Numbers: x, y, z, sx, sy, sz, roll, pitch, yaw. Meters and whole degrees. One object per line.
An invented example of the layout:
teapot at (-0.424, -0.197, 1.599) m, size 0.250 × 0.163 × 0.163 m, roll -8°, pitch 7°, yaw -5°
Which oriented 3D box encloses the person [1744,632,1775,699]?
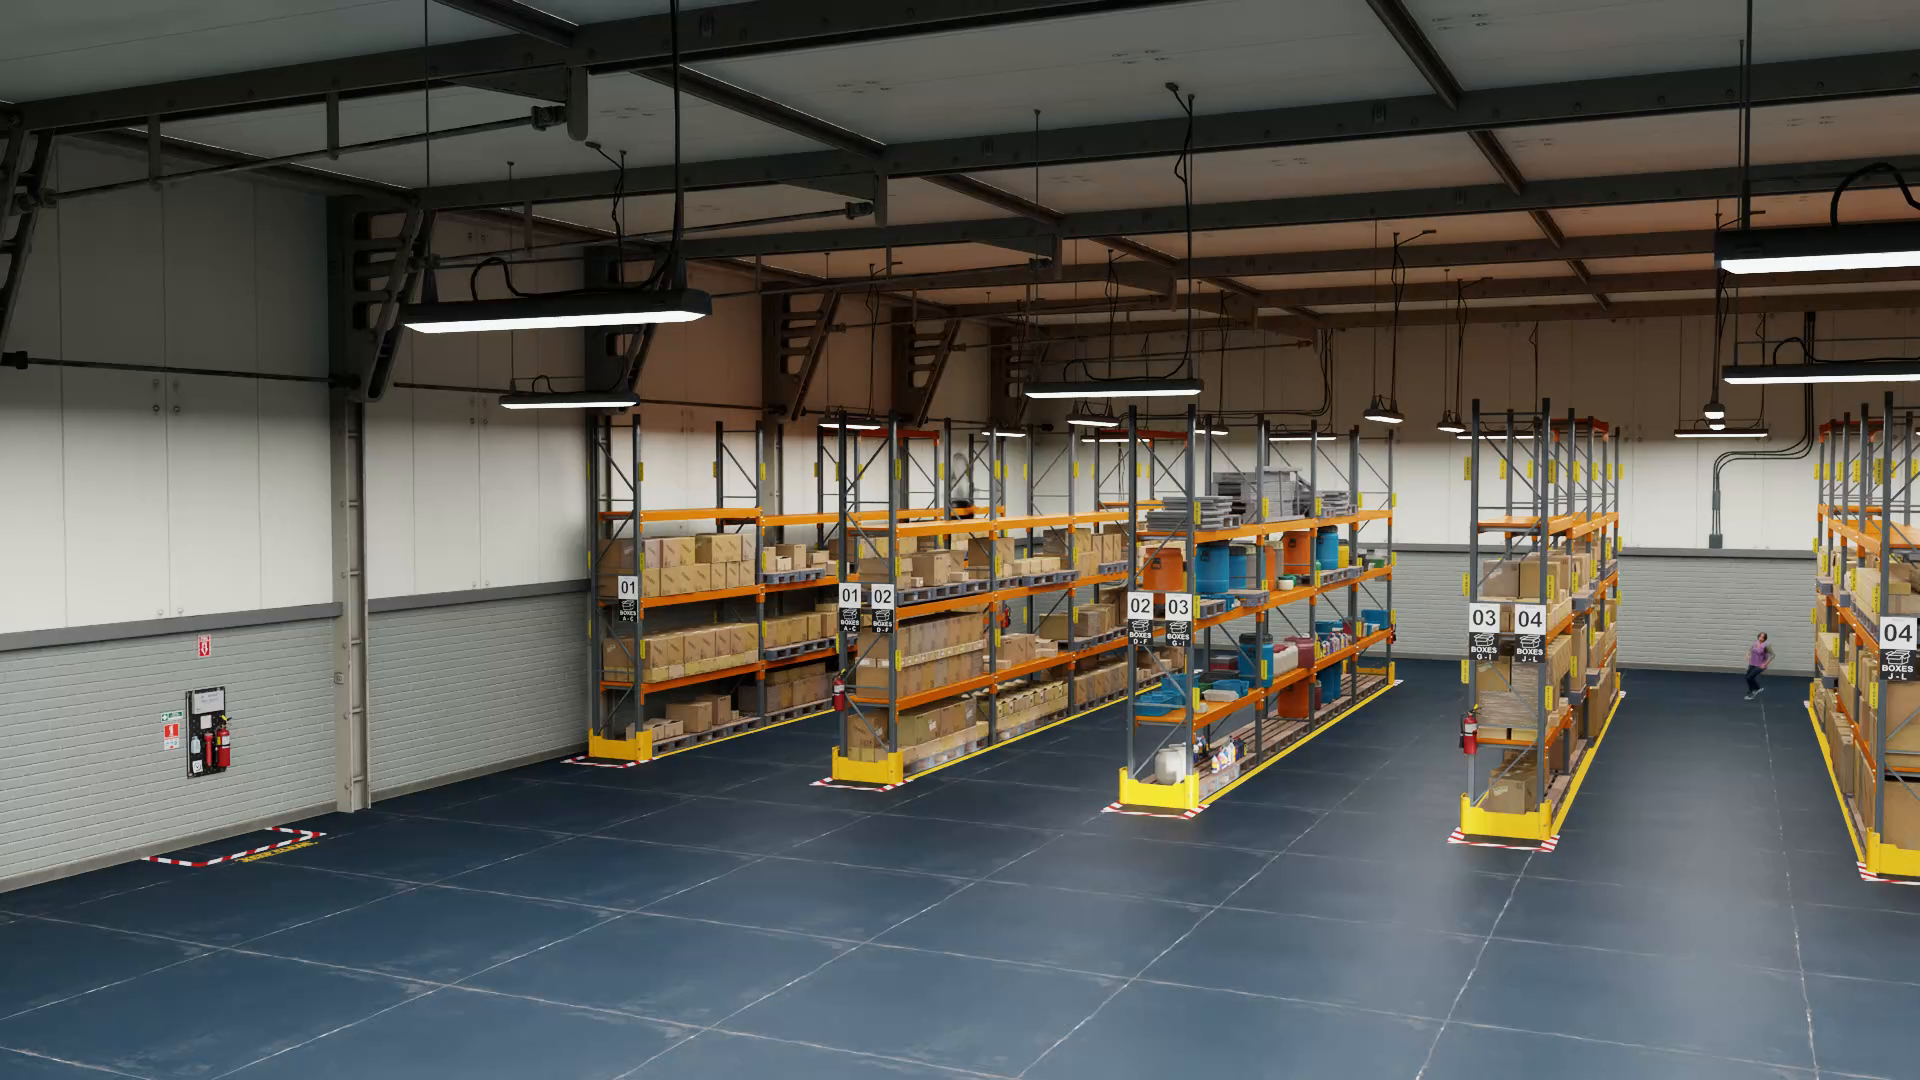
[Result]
person at (17.425, 2.760, 36.362) m, size 0.470 × 1.523 × 0.627 m, roll -1°, pitch 3°, yaw -23°
